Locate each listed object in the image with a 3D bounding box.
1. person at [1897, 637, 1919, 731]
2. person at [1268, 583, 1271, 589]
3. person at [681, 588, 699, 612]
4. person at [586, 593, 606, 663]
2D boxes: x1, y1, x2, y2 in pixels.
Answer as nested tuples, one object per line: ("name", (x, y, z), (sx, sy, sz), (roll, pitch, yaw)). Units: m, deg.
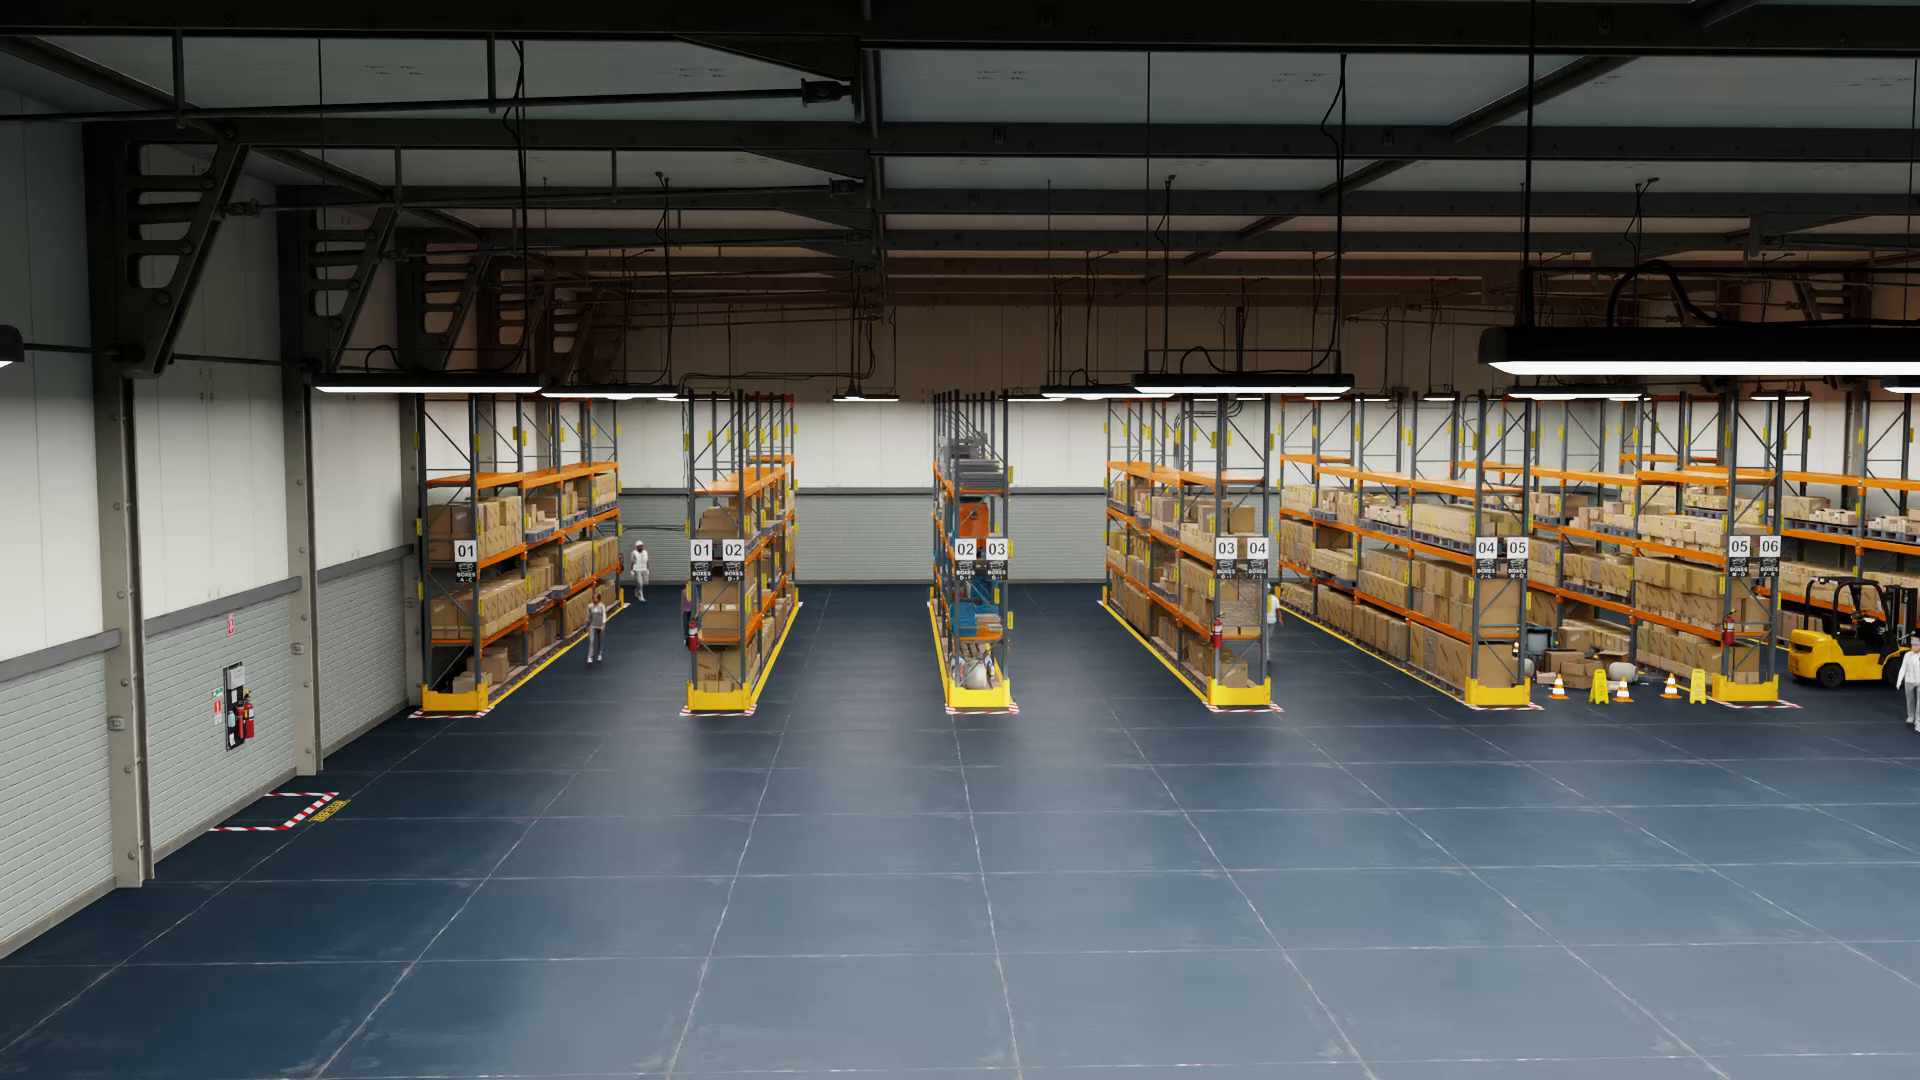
("person", (16.834, 2.497, 29.283), (0.561, 1.604, 1.070), (3, 6, 33))
("person", (6.849, 1.029, 37.125), (0.223, 0.147, 0.286), (0, 5, -6))
("person", (-6.448, 1.439, 39.683), (0.447, 0.582, 0.315), (0, 5, -3))
("person", (-8.036, 1.934, 36.718), (0.435, 1.546, 0.968), (-1, 5, -13))
